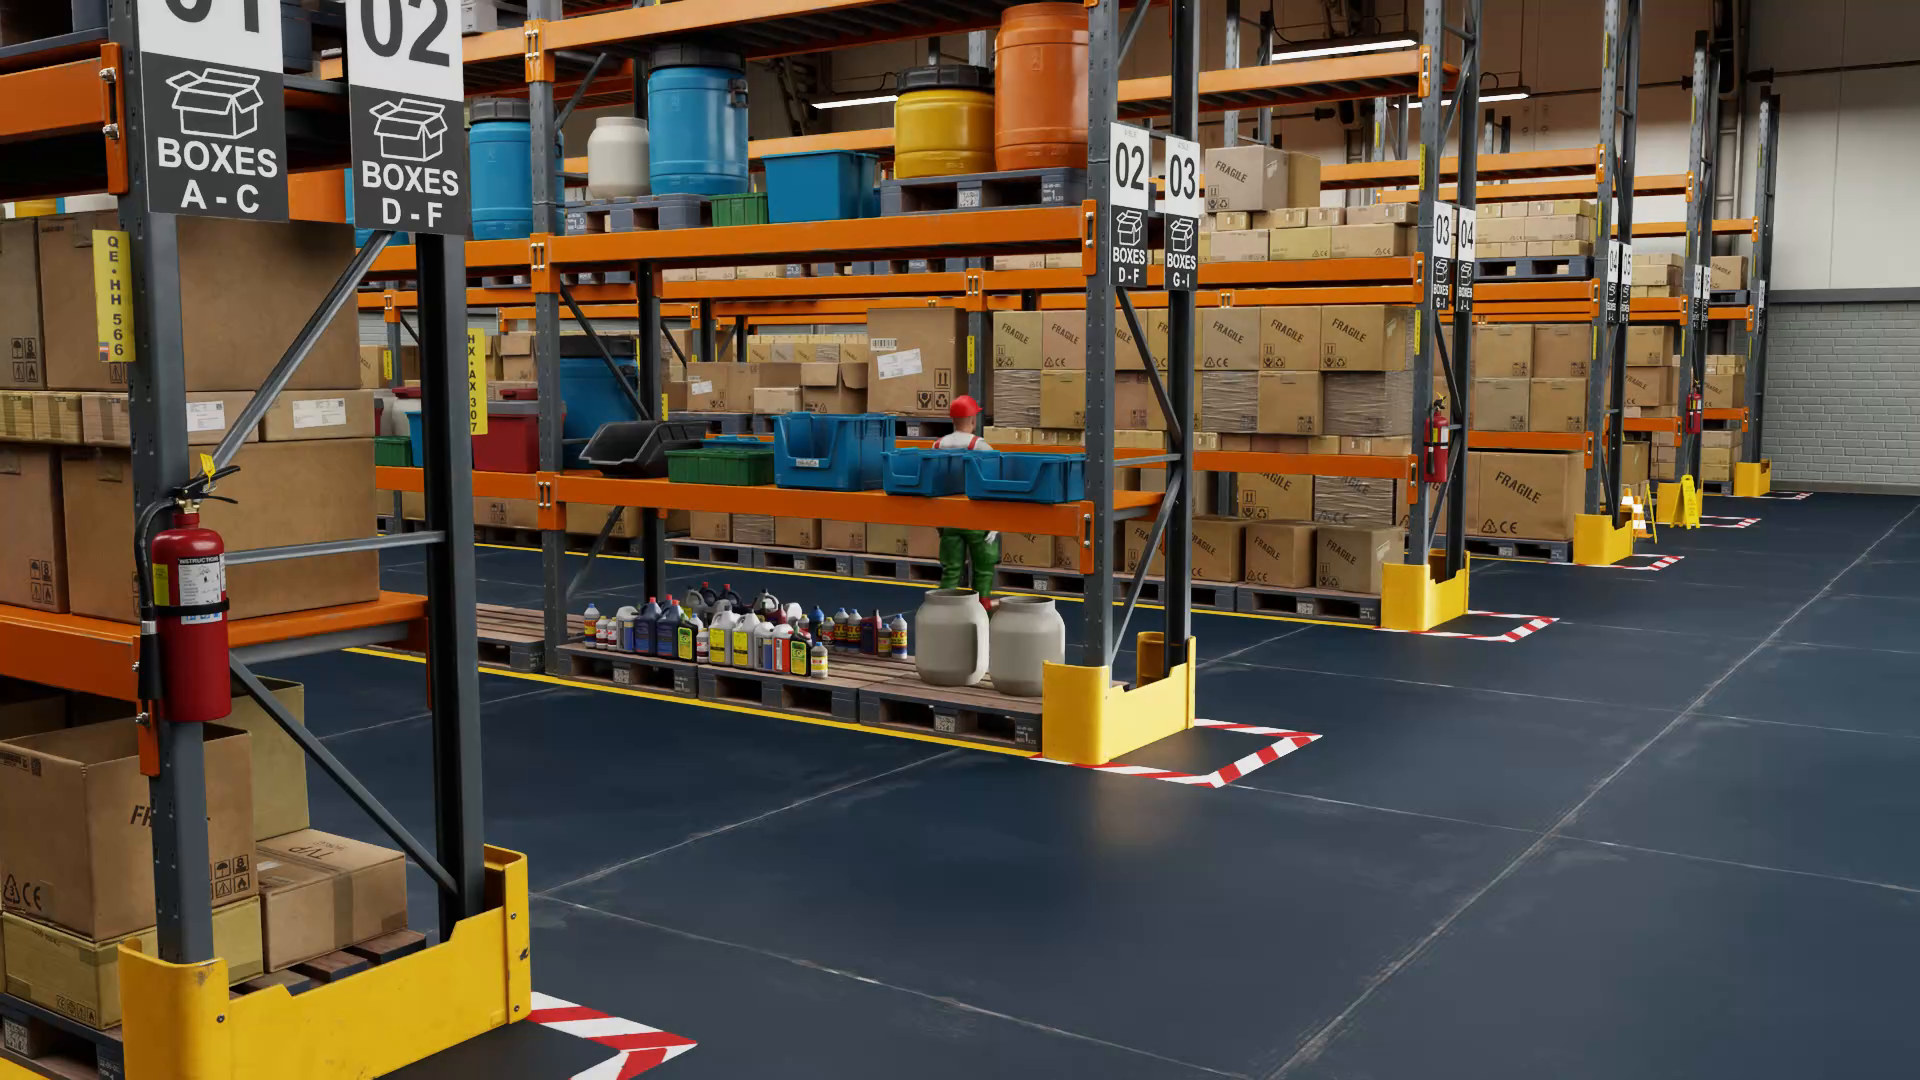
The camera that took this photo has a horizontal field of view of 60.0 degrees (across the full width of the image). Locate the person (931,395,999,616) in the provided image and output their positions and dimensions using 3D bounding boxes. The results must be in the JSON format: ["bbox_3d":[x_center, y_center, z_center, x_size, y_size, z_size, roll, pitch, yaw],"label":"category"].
[{"bbox_3d":[0.055,-0.134,11.870,0.523,1.796,0.416,4,8,35],"label":"person"}]
